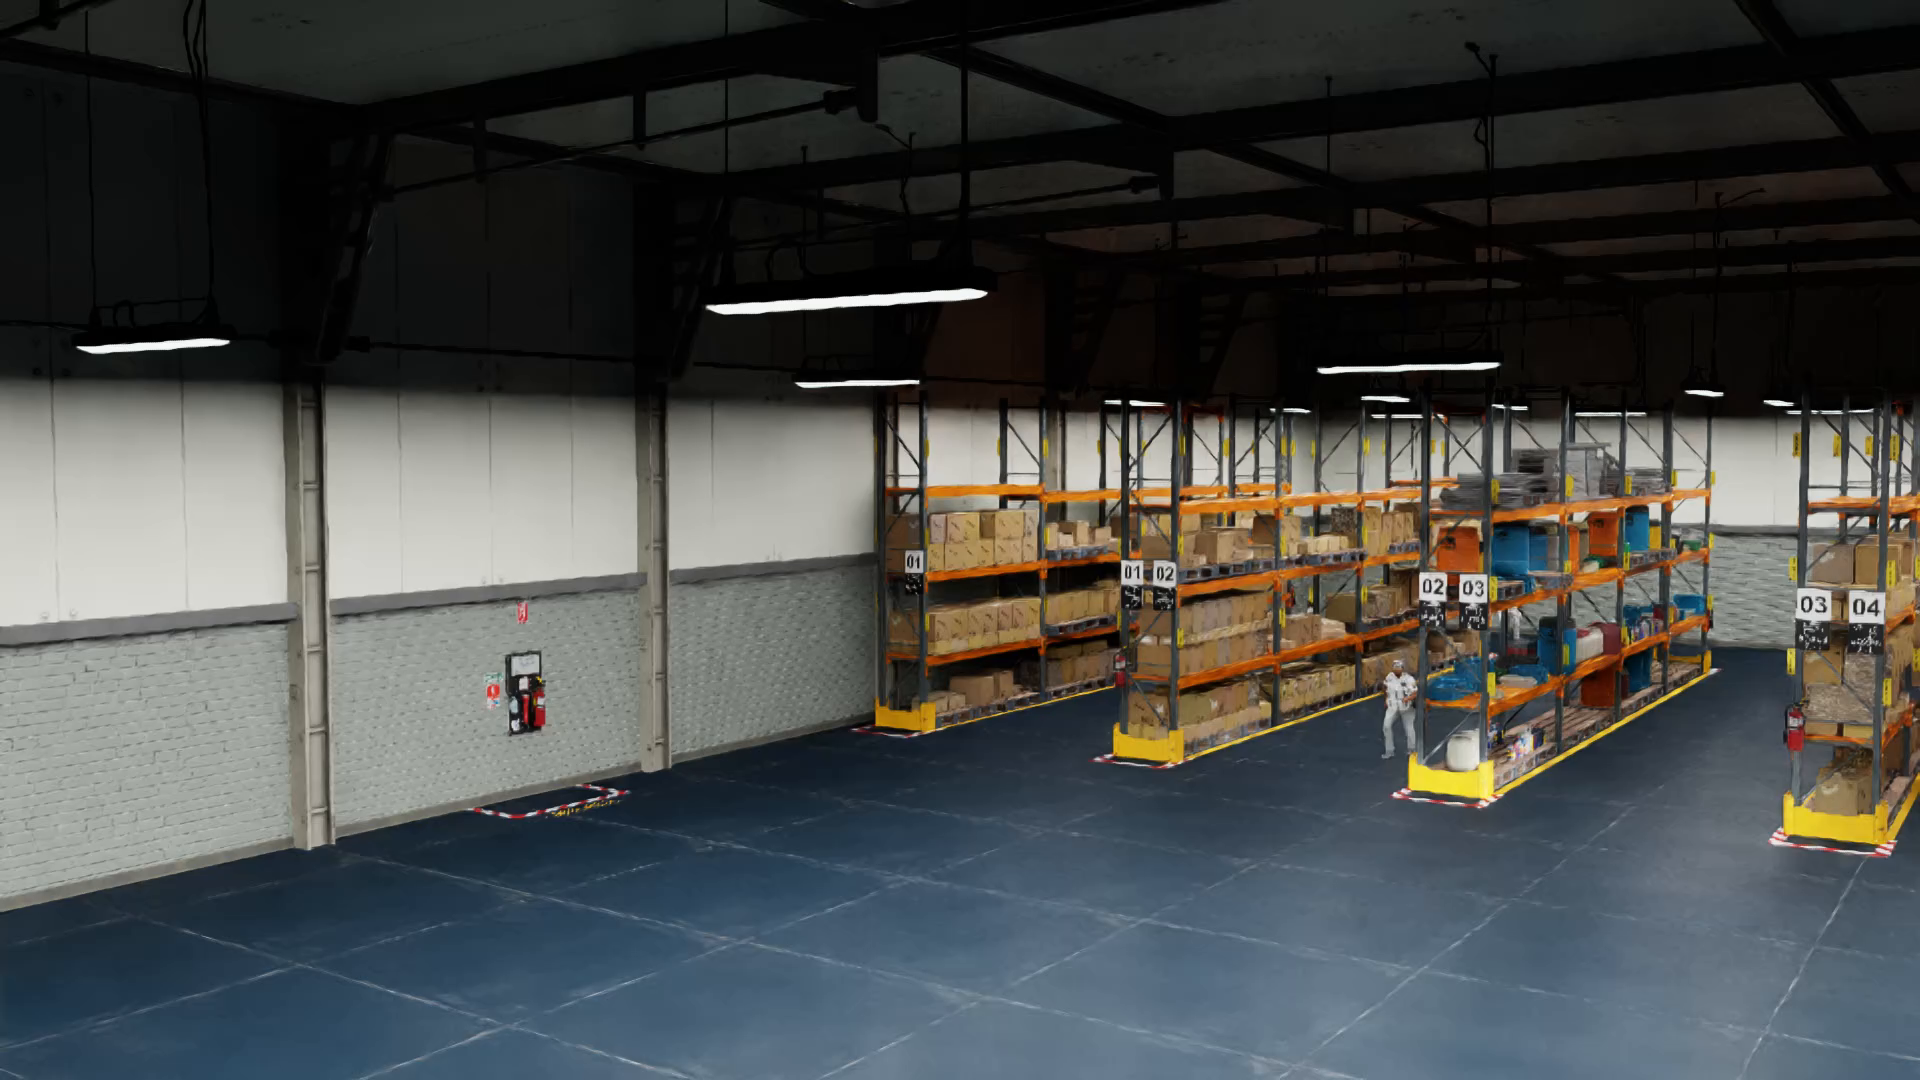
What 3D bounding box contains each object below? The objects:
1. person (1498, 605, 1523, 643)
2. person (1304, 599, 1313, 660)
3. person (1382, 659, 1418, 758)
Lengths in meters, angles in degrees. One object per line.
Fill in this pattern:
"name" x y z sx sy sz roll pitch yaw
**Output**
"person" 13.876 1.815 41.908 0.610 1.741 0.959 1 3 13
"person" 7.870 2.104 36.944 0.465 1.689 0.610 0 3 6
"person" 7.139 2.711 26.956 0.624 1.594 0.850 2 4 29
